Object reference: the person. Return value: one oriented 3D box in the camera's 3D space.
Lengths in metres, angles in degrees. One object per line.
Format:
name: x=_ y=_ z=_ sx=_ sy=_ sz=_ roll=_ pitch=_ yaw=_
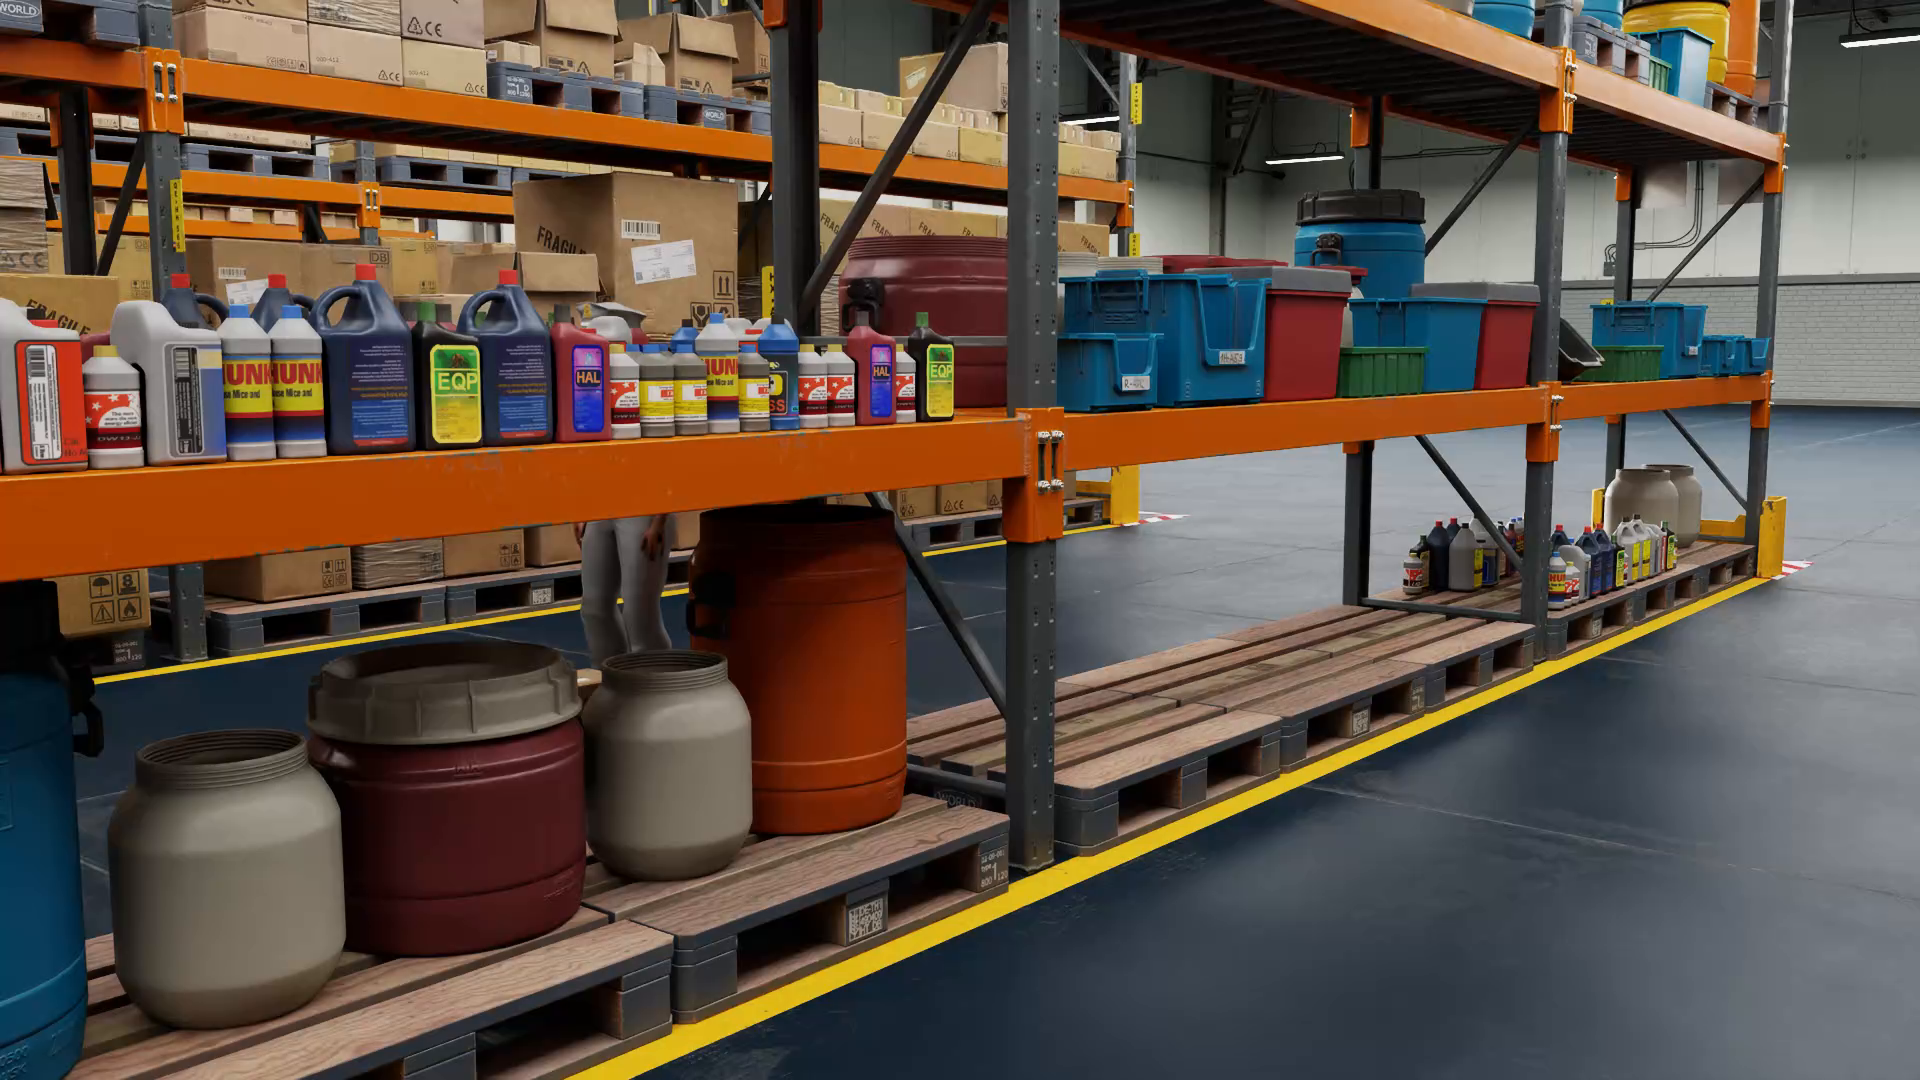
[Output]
person: x=-1.298 y=-0.078 z=6.404 sx=0.511 sy=1.658 sz=0.398 roll=5 pitch=9 yaw=38
